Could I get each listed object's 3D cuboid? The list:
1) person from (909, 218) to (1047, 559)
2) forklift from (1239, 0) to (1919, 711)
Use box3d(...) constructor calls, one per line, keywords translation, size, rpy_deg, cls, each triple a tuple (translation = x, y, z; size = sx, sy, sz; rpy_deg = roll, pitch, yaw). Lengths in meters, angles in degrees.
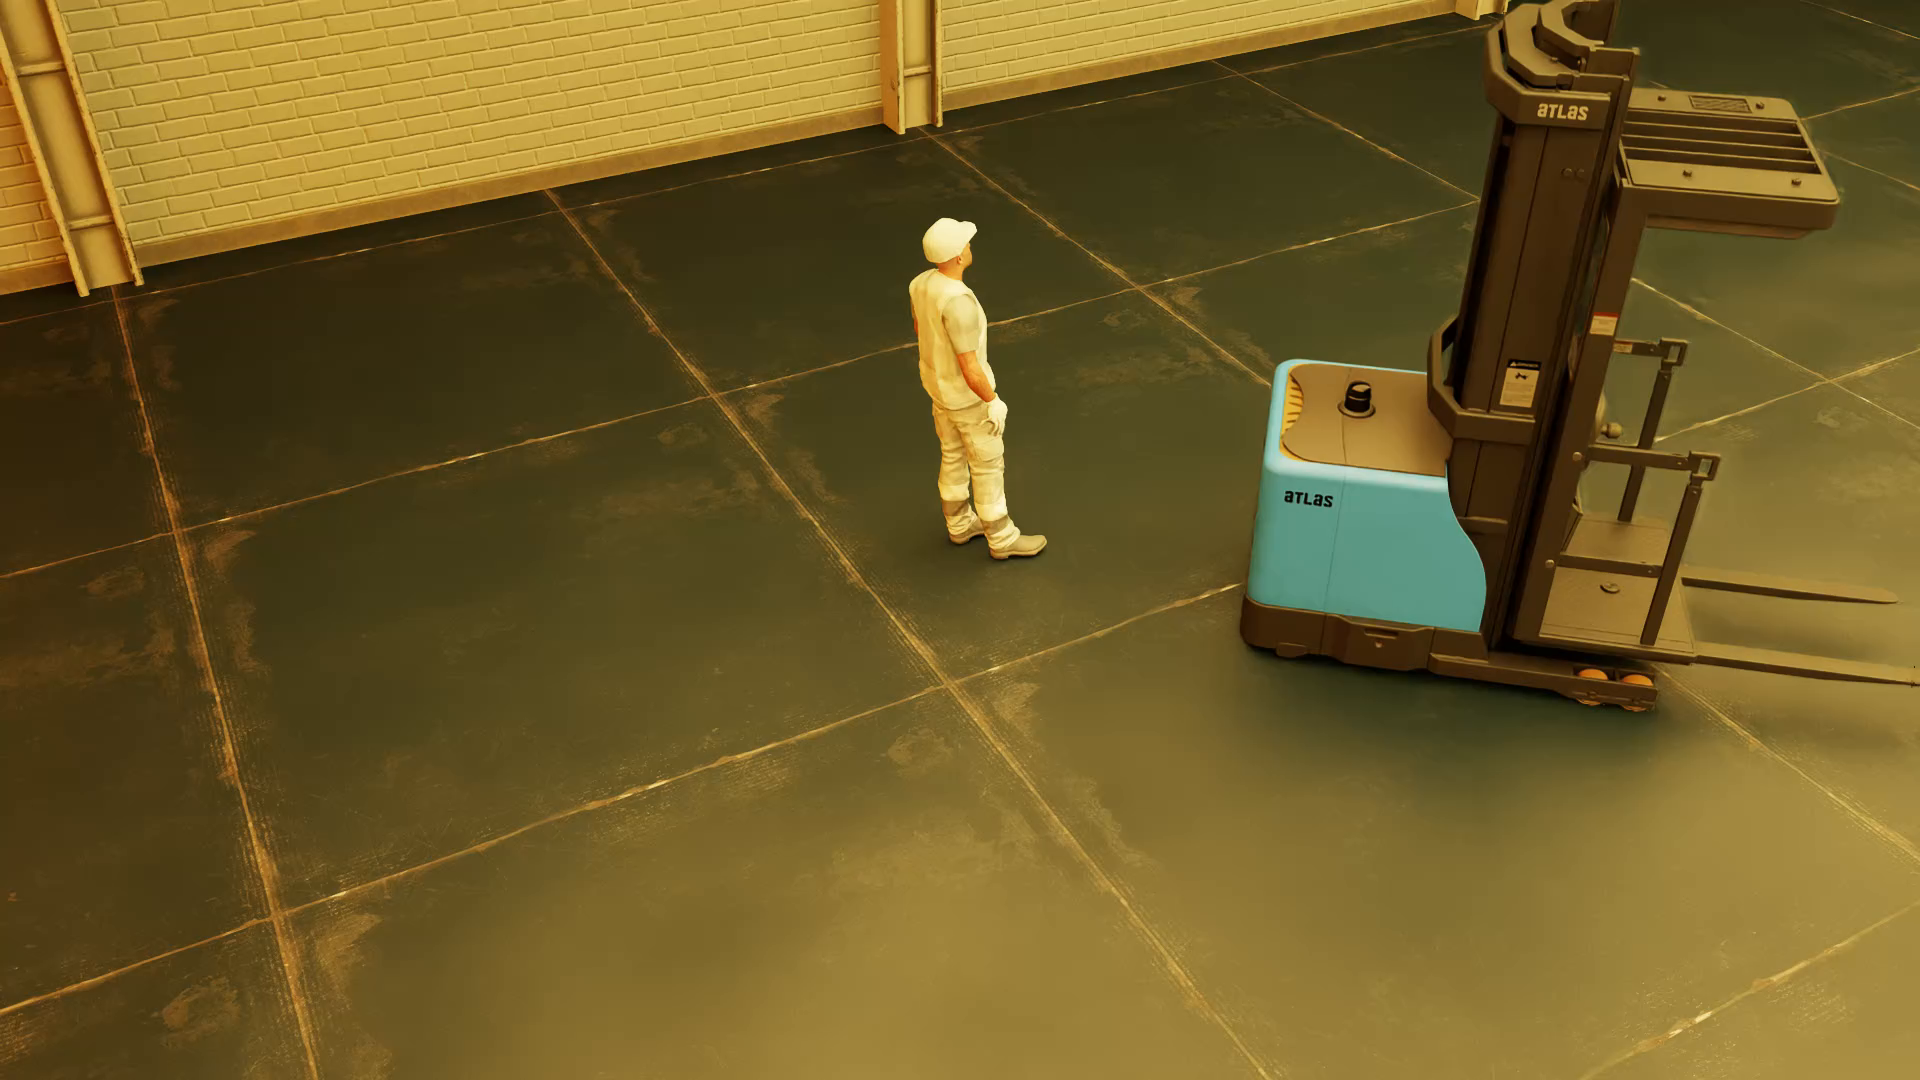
box3d(translation=(0.076, -0.752, 8.164), size=(0.564, 1.787, 0.638), rpy_deg=(-17, 39, -23), cls="person")
box3d(translation=(2.901, -0.755, 7.191), size=(3.031, 2.935, 1.130), rpy_deg=(7, 36, 10), cls="forklift")
